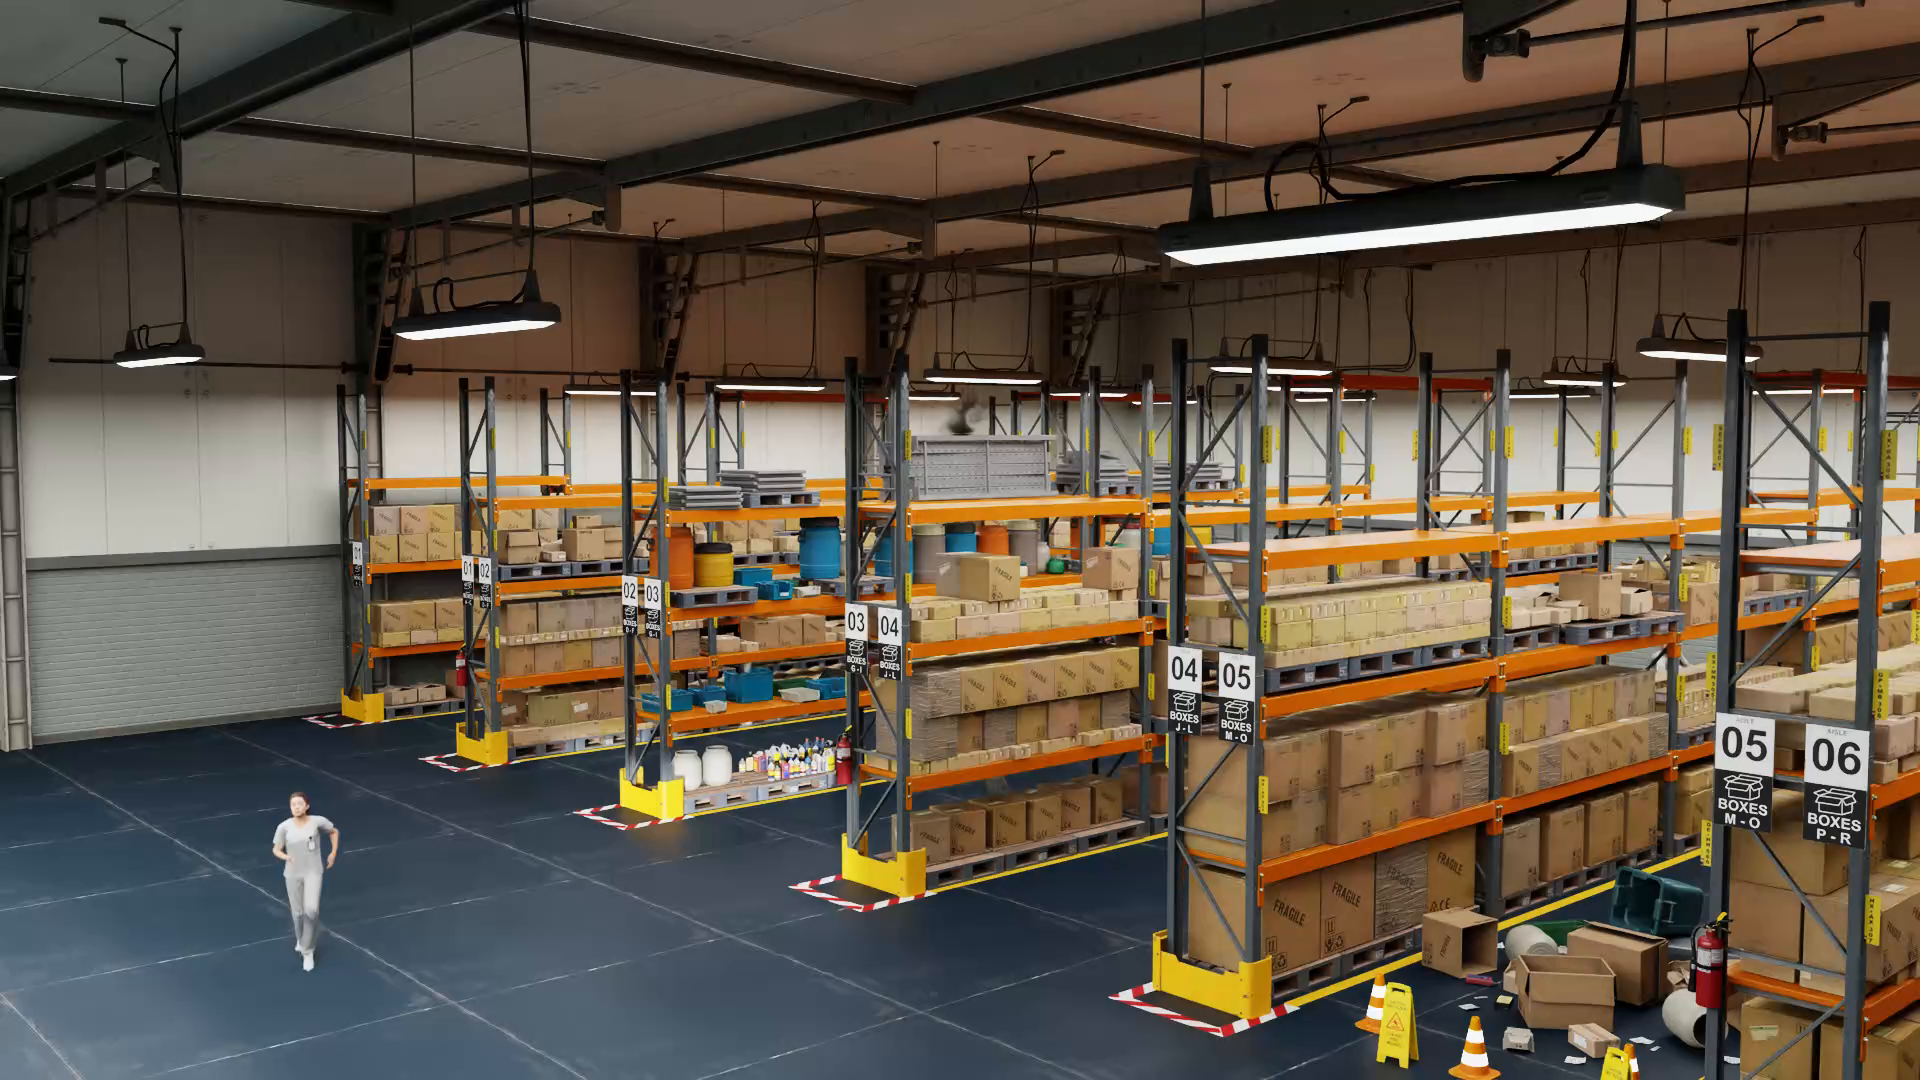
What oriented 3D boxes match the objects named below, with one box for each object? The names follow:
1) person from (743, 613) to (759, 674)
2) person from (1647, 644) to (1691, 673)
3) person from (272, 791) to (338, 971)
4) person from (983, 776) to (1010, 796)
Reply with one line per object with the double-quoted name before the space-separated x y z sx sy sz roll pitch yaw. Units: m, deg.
"person" -3.949 2.212 31.937 0.710 1.761 0.818 3 5 41
"person" 11.901 2.457 27.967 0.711 1.738 0.798 2 4 30
"person" -6.371 3.289 16.183 0.570 1.694 0.724 -1 4 -13
"person" 0.462 2.859 22.381 0.770 1.725 0.556 -3 5 -40
